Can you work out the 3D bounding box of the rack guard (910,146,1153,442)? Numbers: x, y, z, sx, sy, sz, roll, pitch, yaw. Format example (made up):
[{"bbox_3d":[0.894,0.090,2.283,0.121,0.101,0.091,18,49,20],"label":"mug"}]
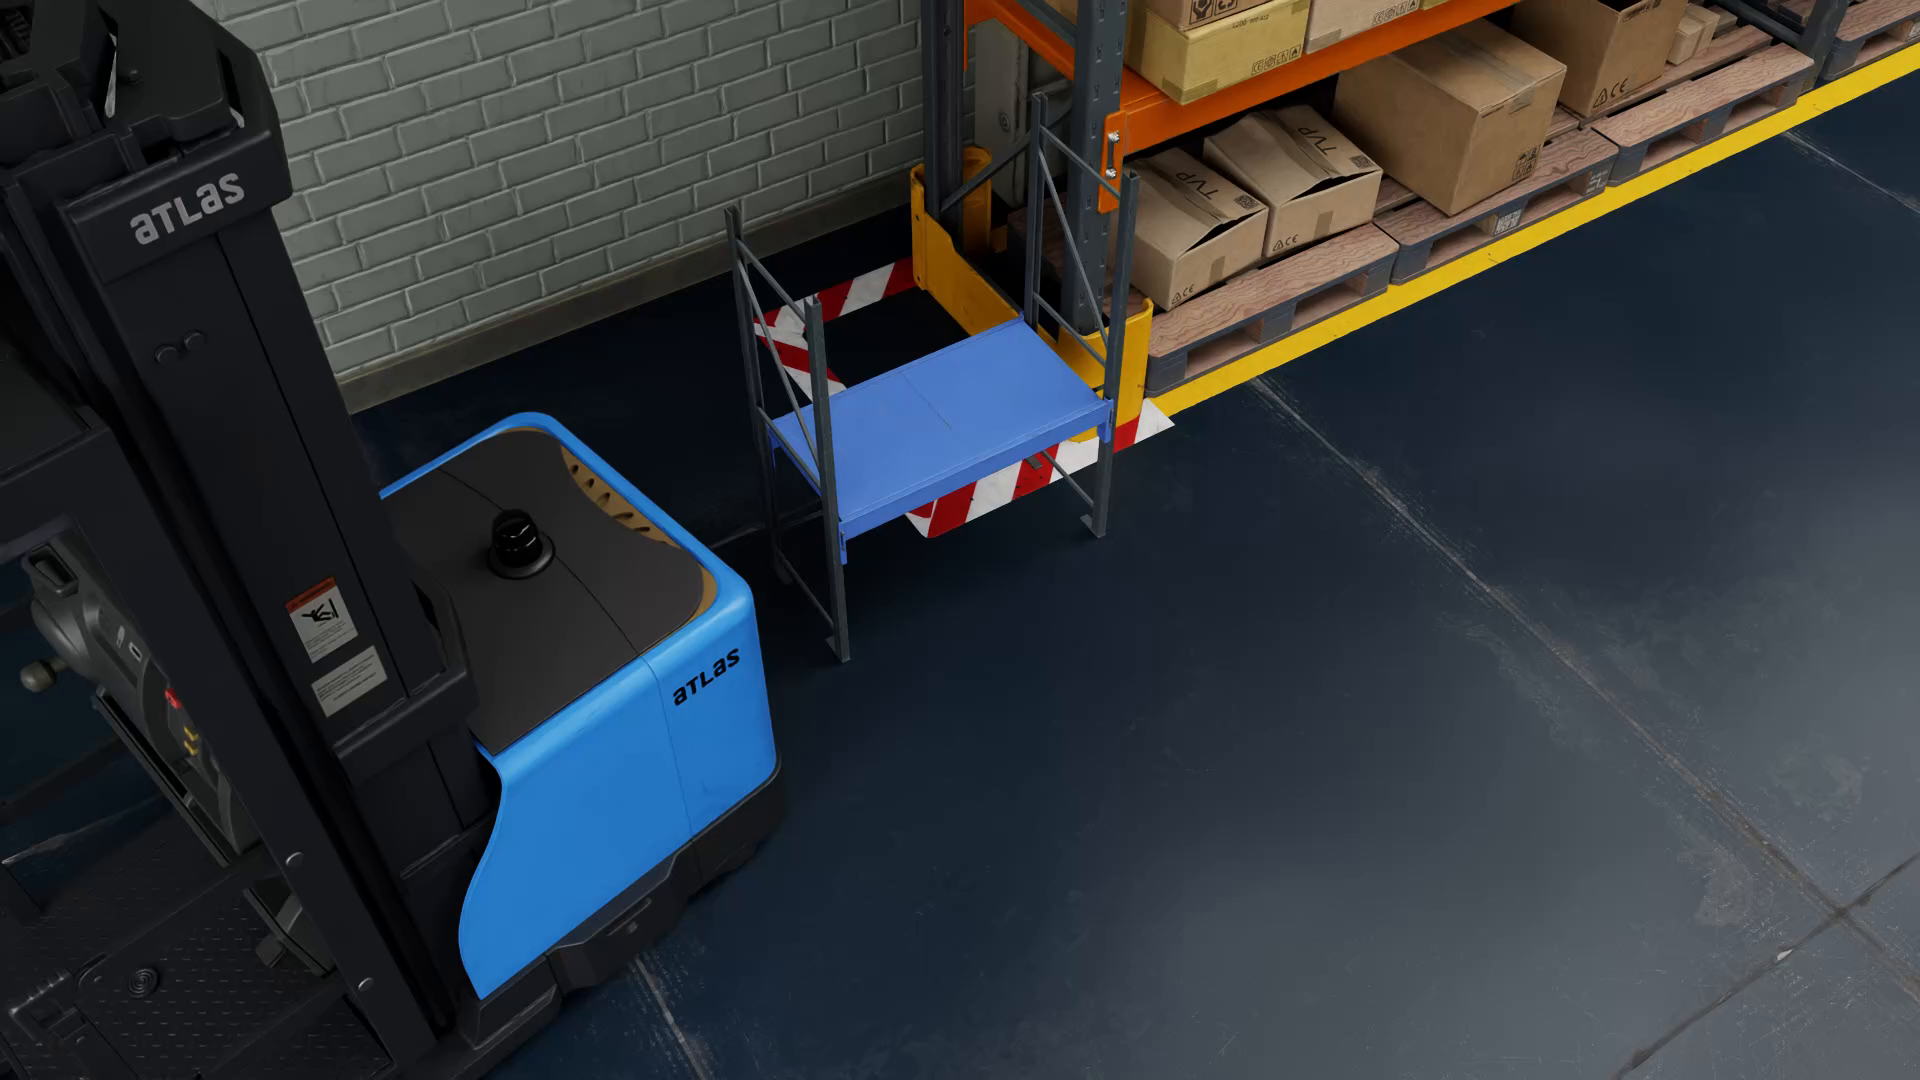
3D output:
[{"bbox_3d":[0.243,-0.941,6.254,0.348,0.500,1.175,-25,53,-21],"label":"rack guard"}]

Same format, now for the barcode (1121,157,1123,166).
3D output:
[{"bbox_3d":[0.614,-1.476,6.556,0.075,0.075,0.001,-25,53,-21],"label":"barcode"}]

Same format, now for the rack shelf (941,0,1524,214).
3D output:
[{"bbox_3d":[1.871,-2.300,6.271,4.000,0.370,1.077,-25,53,-21],"label":"rack shelf"}]

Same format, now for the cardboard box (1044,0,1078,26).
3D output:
[{"bbox_3d":[0.471,-2.008,5.617,0.500,0.250,0.500,-25,53,-20],"label":"cardboard box"}]

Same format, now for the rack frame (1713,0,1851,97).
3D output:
[{"bbox_3d":[3.562,-3.336,6.713,0.127,3.000,1.000,-25,53,-21],"label":"rack frame"}]

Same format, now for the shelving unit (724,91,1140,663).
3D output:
[{"bbox_3d":[-0.072,-0.465,5.160,1.048,1.500,0.538,-25,53,-21],"label":"shelving unit"}]

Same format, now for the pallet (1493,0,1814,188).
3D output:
[{"bbox_3d":[3.013,-2.119,7.496,1.213,0.211,1.003,-25,53,-21],"label":"pallet"}]

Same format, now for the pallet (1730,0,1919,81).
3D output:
[{"bbox_3d":[4.220,-2.720,8.031,1.213,0.211,1.003,-25,53,-21],"label":"pallet"}]

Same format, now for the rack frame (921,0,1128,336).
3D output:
[{"bbox_3d":[0.179,-1.742,5.293,0.127,3.000,1.000,-25,53,-21],"label":"rack frame"}]

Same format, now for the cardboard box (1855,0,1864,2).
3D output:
[{"bbox_3d":[4.176,-2.955,7.752,0.500,0.500,0.700,-24,52,-20],"label":"cardboard box"}]

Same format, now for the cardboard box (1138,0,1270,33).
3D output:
[{"bbox_3d":[0.743,-1.949,5.062,0.500,0.500,0.500,-25,53,-21],"label":"cardboard box"}]

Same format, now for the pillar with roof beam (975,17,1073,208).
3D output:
[{"bbox_3d":[2.607,-1.844,1.366,0.400,9.000,9.100,-25,53,-21],"label":"pillar with roof beam"}]

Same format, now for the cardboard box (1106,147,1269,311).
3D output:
[{"bbox_3d":[0.812,-1.213,6.328,0.500,0.311,0.500,-31,55,-25],"label":"cardboard box"}]

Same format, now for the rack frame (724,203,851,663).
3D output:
[{"bbox_3d":[-0.502,-0.262,4.979,0.032,1.500,0.500,-25,53,-21],"label":"rack frame"}]

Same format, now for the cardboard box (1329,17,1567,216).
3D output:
[{"bbox_3d":[1.941,-1.764,6.692,0.500,0.500,0.700,-28,54,-23],"label":"cardboard box"}]

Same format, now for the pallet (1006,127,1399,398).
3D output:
[{"bbox_3d":[0.949,-1.147,6.630,1.213,0.211,1.003,-25,53,-21],"label":"pallet"}]

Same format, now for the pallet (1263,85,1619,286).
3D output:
[{"bbox_3d":[1.980,-1.630,7.060,1.213,0.211,1.003,-25,53,-21],"label":"pallet"}]

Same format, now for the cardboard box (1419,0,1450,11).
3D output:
[{"bbox_3d":[1.627,-2.108,5.706,0.500,0.250,0.500,-26,53,-21],"label":"cardboard box"}]

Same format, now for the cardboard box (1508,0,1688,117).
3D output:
[{"bbox_3d":[2.706,-2.212,7.091,0.500,0.500,0.500,-29,54,-23],"label":"cardboard box"}]

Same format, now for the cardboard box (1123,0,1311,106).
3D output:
[{"bbox_3d":[0.761,-1.693,5.336,0.500,0.250,0.500,-27,54,-22],"label":"cardboard box"}]

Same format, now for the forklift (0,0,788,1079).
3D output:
[{"bbox_3d":[-1.914,0.382,3.447,3.031,2.935,1.130,-36,58,-28],"label":"forklift"}]

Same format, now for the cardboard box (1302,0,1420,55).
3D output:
[{"bbox_3d":[1.193,-1.909,5.529,0.500,0.250,0.500,-27,54,-22],"label":"cardboard box"}]

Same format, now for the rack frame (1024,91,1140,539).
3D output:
[{"bbox_3d":[0.358,-0.667,5.340,0.032,1.500,0.500,-25,53,-21],"label":"rack frame"}]

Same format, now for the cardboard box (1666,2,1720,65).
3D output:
[{"bbox_3d":[3.126,-2.308,7.400,0.250,0.166,0.380,-32,56,-25],"label":"cardboard box"}]

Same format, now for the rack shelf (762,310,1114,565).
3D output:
[{"bbox_3d":[-0.072,-0.345,5.294,1.000,0.185,0.538,-25,53,-21],"label":"rack shelf"}]

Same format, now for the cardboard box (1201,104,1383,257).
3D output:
[{"bbox_3d":[1.294,-1.441,6.530,0.500,0.311,0.500,-21,52,-18],"label":"cardboard box"}]
